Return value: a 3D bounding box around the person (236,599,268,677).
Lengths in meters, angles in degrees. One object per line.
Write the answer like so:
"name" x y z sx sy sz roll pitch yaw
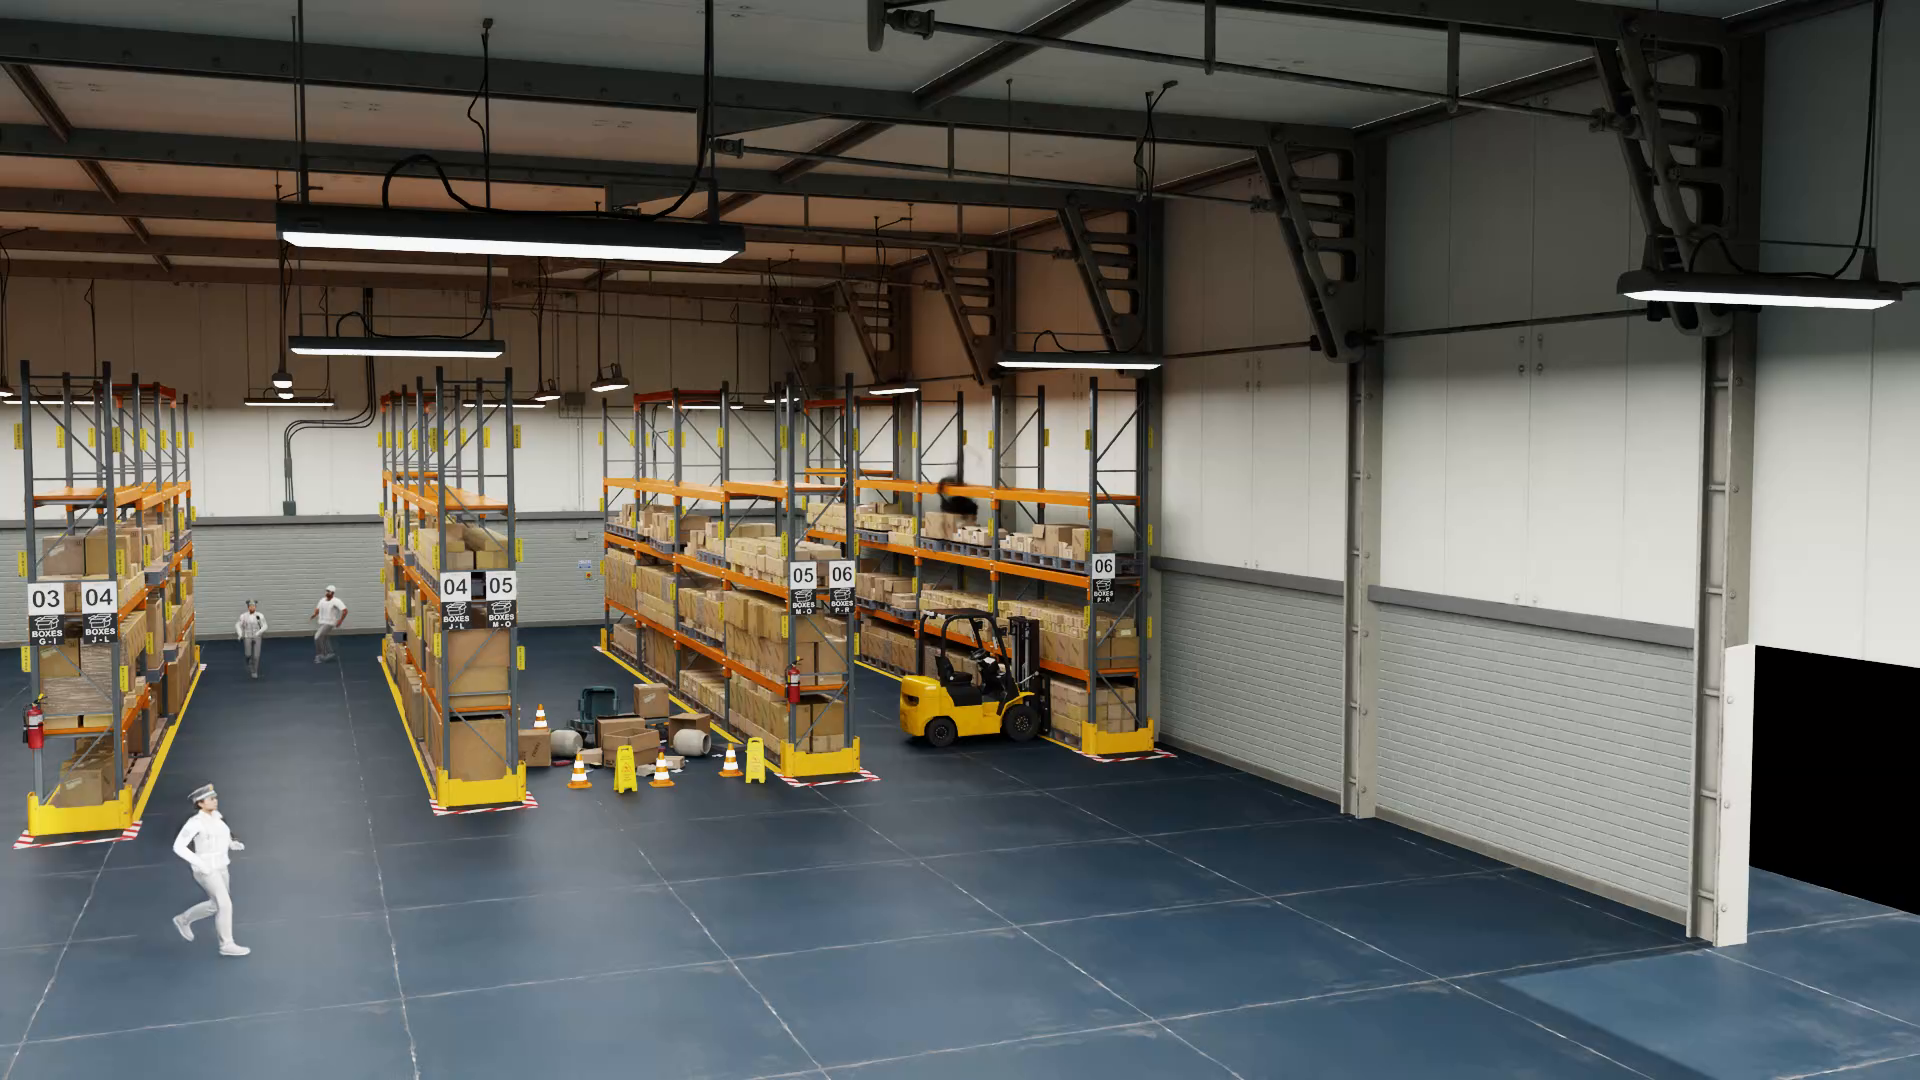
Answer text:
"person" -14.904 2.073 35.010 0.619 1.650 0.512 -2 4 -24

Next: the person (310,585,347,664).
"person" -14.271 1.904 37.415 0.753 1.770 0.649 2 4 34

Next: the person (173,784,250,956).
"person" -7.299 3.191 16.146 0.814 1.666 0.626 0 3 7
